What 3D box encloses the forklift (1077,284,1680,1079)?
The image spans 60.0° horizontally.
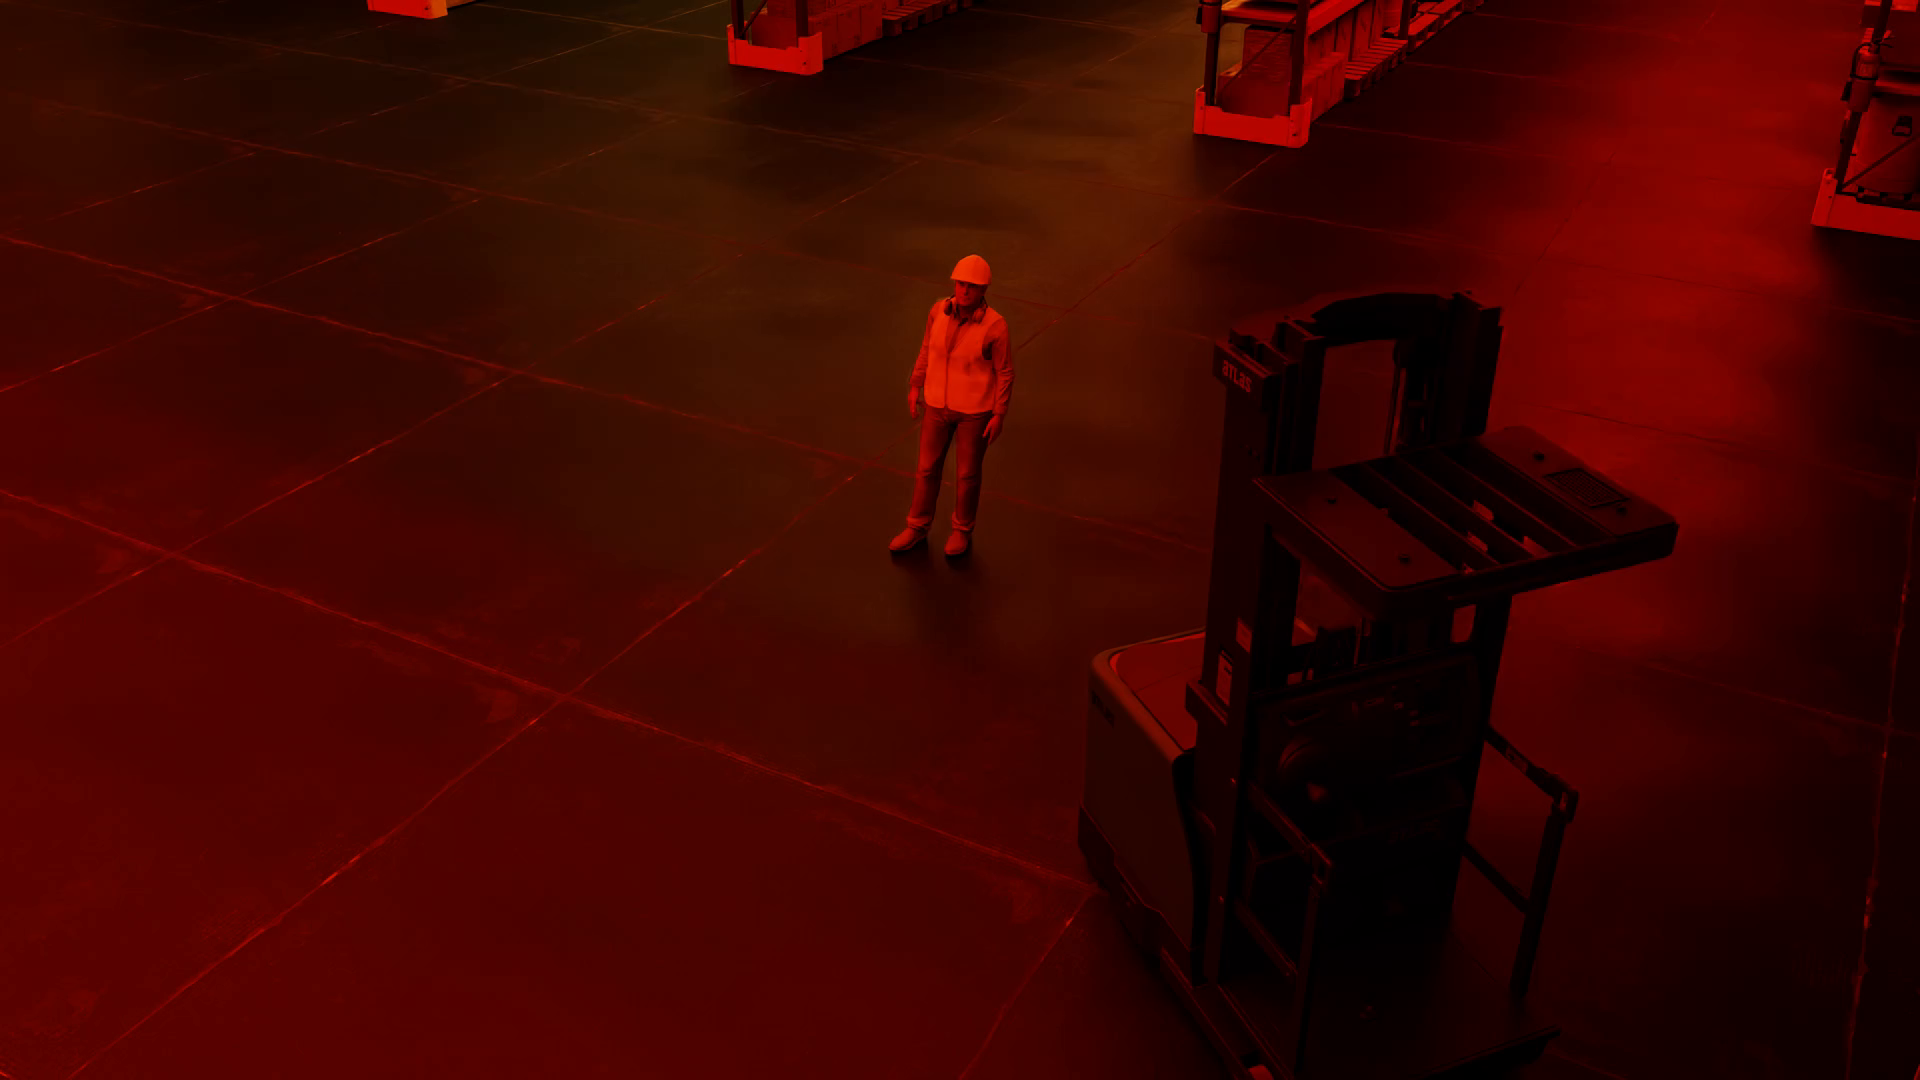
[{"bbox_3d":[1.556,0.729,5.808,1.130,2.935,3.031,-12,32,-19],"label":"forklift"}]

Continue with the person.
[{"bbox_3d":[-0.037,-0.750,9.512,0.632,1.773,0.568,15,33,25],"label":"person"}]
